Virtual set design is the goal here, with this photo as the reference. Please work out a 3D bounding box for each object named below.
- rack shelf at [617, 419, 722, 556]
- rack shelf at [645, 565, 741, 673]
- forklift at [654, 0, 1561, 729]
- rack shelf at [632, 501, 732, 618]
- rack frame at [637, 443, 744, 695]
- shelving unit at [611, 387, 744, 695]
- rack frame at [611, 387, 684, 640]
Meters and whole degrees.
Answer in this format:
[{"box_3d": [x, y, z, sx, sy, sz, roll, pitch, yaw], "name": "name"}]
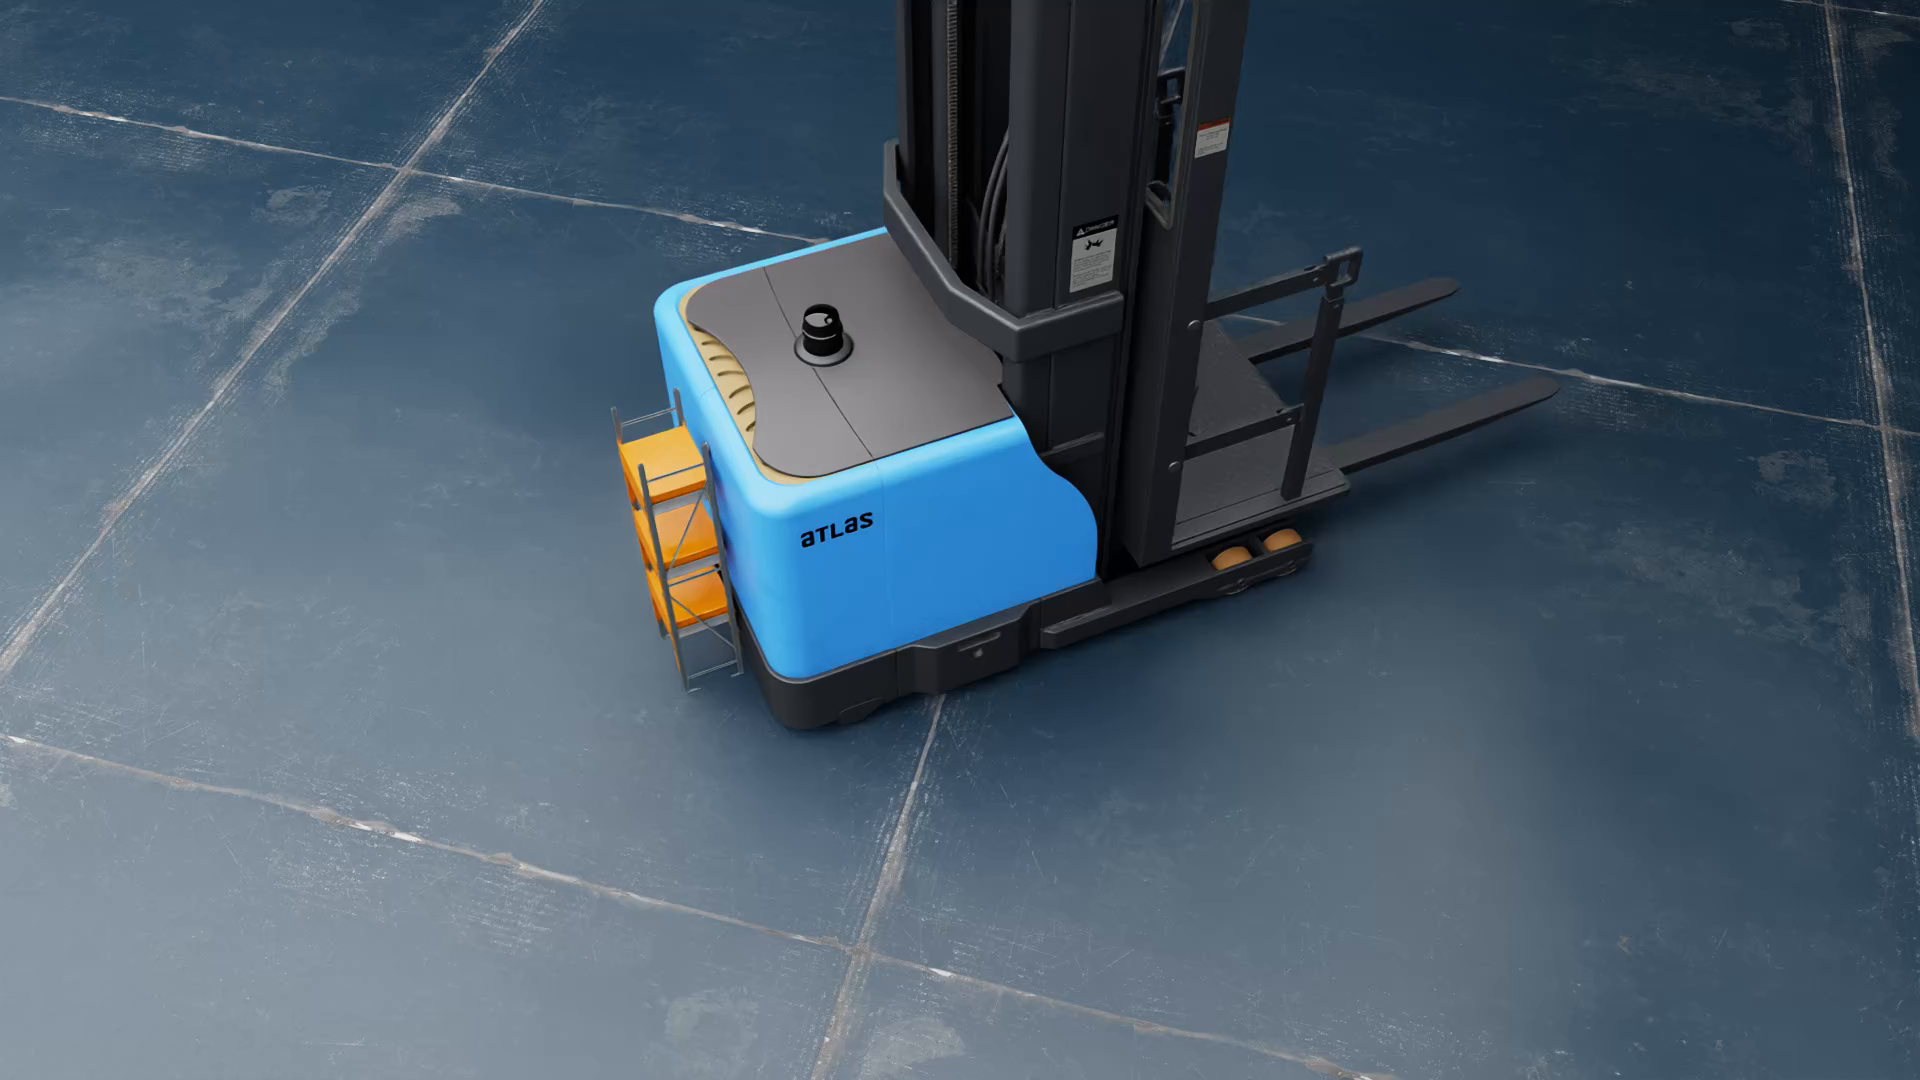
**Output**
[{"box_3d": [-0.840, -0.151, 4.819, 0.215, 0.259, 0.240, -19, 51, -16], "name": "rack shelf"}, {"box_3d": [-0.840, 0.220, 5.240, 0.215, 0.259, 0.240, -19, 51, -16], "name": "rack shelf"}, {"box_3d": [0.630, -1.133, 4.795, 3.031, 2.935, 1.130, -18, 51, -16], "name": "forklift"}, {"box_3d": [-0.840, 0.037, 5.032, 0.215, 0.259, 0.240, -19, 51, -16], "name": "rack shelf"}, {"box_3d": [-0.788, 0.112, 4.951, 0.200, 1.050, 0.008, -19, 51, -16], "name": "rack frame"}, {"box_3d": [-0.840, 0.029, 5.024, 0.215, 1.050, 0.252, -19, 51, -16], "name": "shelving unit"}, {"box_3d": [-0.891, -0.053, 5.097, 0.200, 1.050, 0.008, -19, 51, -16], "name": "rack frame"}]
